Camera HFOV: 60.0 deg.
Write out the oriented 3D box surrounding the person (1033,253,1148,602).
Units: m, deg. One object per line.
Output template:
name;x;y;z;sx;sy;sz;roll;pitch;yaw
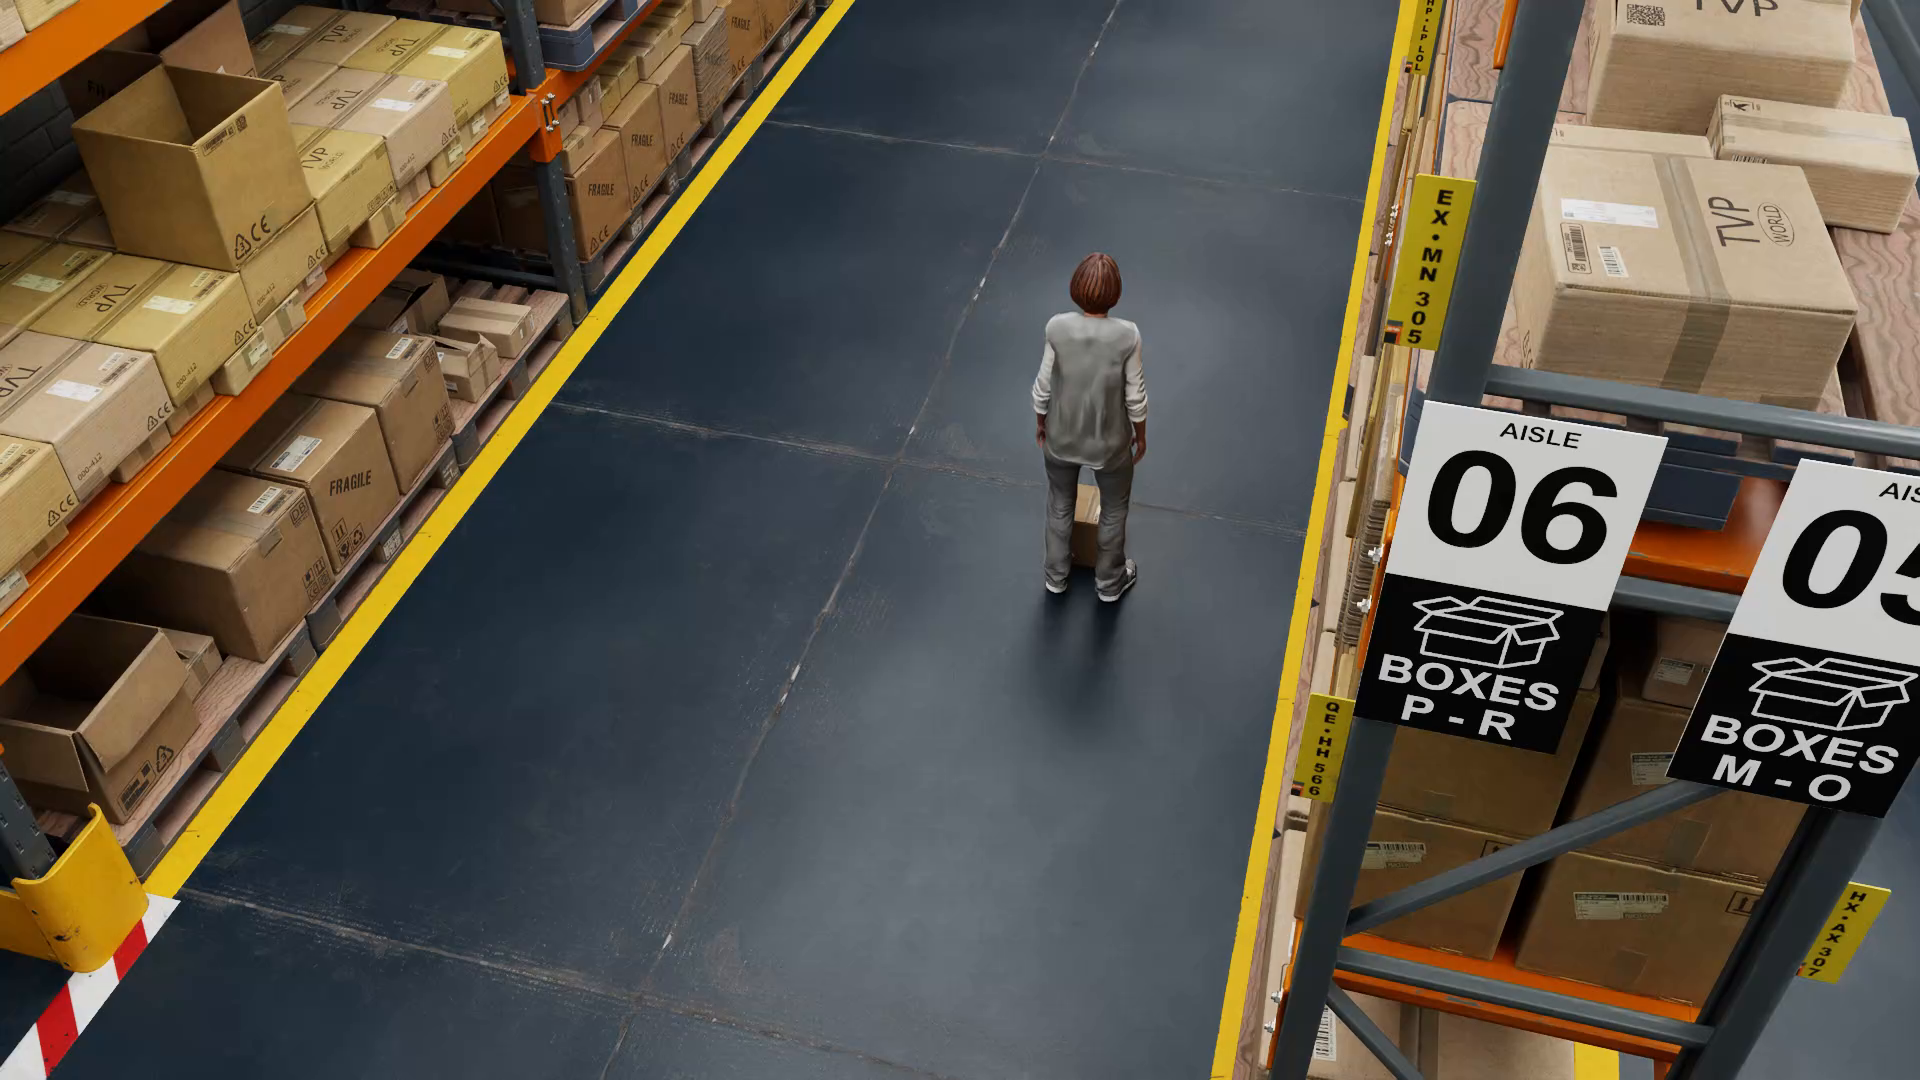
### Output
person;0.516;-0.410;6.631;0.460;1.591;0.329;10;43;11
